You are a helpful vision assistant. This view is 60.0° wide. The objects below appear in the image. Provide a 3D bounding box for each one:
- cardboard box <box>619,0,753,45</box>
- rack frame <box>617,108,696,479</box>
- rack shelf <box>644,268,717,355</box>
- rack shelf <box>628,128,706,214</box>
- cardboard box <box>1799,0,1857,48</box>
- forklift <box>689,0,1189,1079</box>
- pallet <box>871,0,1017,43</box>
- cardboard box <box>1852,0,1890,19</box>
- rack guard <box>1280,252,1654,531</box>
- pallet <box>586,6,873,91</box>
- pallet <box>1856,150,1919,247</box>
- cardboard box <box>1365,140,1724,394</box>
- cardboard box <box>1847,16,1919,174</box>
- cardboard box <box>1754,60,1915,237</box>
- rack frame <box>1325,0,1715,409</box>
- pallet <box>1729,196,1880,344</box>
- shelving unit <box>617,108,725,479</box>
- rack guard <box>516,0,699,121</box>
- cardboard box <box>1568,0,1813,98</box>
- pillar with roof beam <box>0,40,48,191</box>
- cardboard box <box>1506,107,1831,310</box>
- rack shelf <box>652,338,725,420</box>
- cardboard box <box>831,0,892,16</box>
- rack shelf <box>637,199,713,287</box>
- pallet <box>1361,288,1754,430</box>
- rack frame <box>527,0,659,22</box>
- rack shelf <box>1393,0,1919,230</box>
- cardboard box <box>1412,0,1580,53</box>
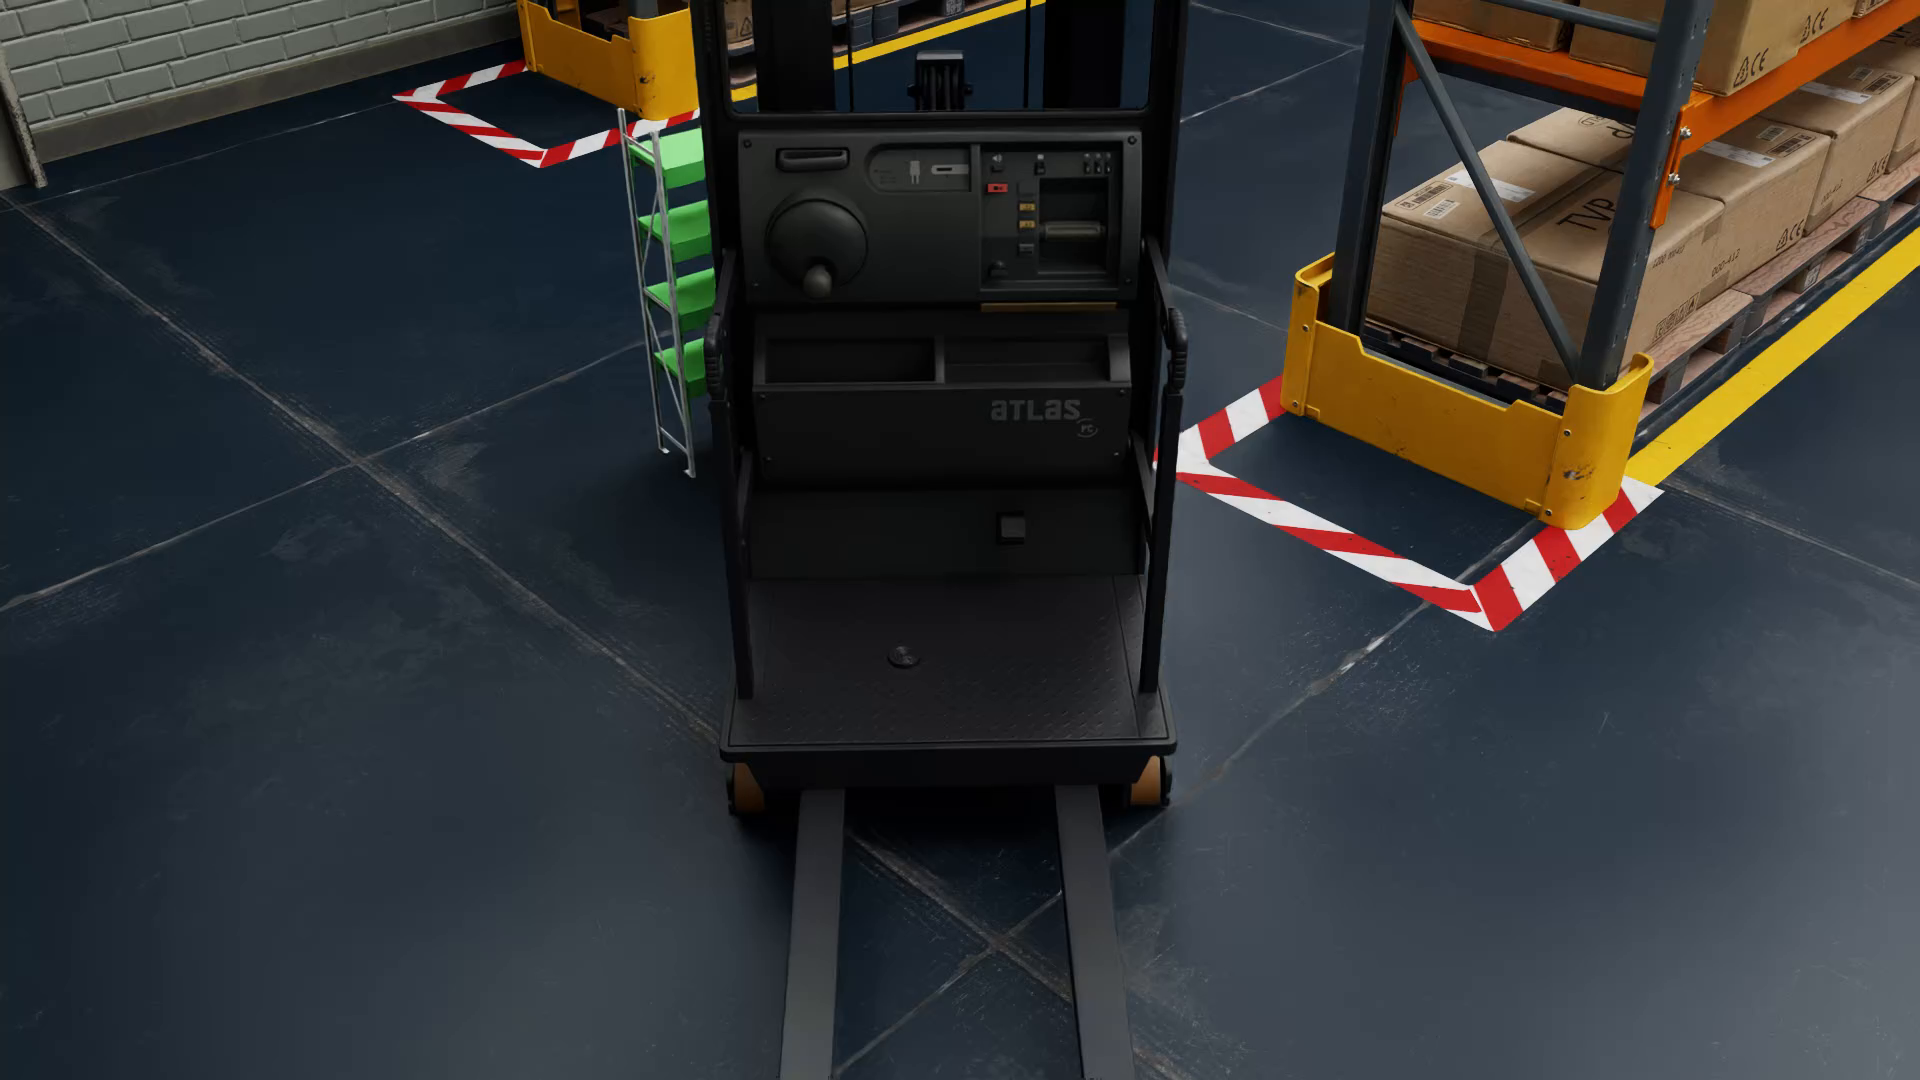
[{"bbox_3d":[-1.358,-2.918,8.626,0.797,0.503,0.637,28,43,34],"label":"cardboard box"},{"bbox_3d":[-0.958,-0.755,5.283,0.015,1.200,0.240,-23,41,-29],"label":"rack frame"},{"bbox_3d":[-0.760,-0.785,5.437,0.480,0.148,0.258,-23,41,-29],"label":"rack shelf"},{"bbox_3d":[-0.761,-1.179,5.163,0.480,0.148,0.258,-23,41,-29],"label":"rack shelf"},{"bbox_3d":[2.547,-1.897,5.260,0.500,0.500,0.500,29,44,35],"label":"cardboard box"},{"bbox_3d":[-0.037,-0.691,3.678,1.130,2.935,3.031,-1,35,-1],"label":"forklift"},{"bbox_3d":[-0.382,-3.263,9.744,1.003,0.211,1.213,30,45,35],"label":"pallet"},{"bbox_3d":[2.919,-2.096,5.546,0.500,0.500,0.500,29,44,35],"label":"cardboard box"},{"bbox_3d":[1.652,-0.525,5.566,1.175,0.500,0.348,30,45,35],"label":"rack guard"},{"bbox_3d":[-1.242,-2.770,9.038,1.003,0.211,1.213,30,45,35],"label":"pallet"},{"bbox_3d":[3.896,-1.763,7.593,1.003,0.211,1.213,30,45,35],"label":"pallet"},{"bbox_3d":[2.063,-0.990,5.920,0.875,0.438,0.875,28,44,34],"label":"cardboard box"},{"bbox_3d":[3.969,-2.094,7.503,0.875,0.438,0.875,29,44,35],"label":"cardboard box"},{"bbox_3d":[3.338,-1.730,6.981,0.875,0.438,0.875,28,44,34],"label":"cardboard box"},{"bbox_3d":[1.669,-1.560,4.865,1.000,3.000,0.127,30,45,35],"label":"rack frame"},{"bbox_3d":[3.036,-1.265,6.880,1.003,0.211,1.213,30,45,35],"label":"pallet"},{"bbox_3d":[-0.760,-0.837,5.400,0.503,1.200,0.258,-23,41,-29],"label":"shelving unit"},{"bbox_3d":[-1.803,-2.565,8.490,1.175,0.500,0.348,30,45,35],"label":"rack guard"},{"bbox_3d":[2.211,-1.680,4.950,0.500,0.500,0.500,29,44,35],"label":"cardboard box"},{"bbox_3d":[-1.341,-3.554,2.479,9.100,9.000,0.400,30,45,35],"label":"pillar with roof beam"},{"bbox_3d":[2.702,-1.365,6.457,0.875,0.438,0.875,-29,44,-34],"label":"cardboard box"},{"bbox_3d":[-0.760,-0.587,5.573,0.480,0.148,0.258,-23,41,-29],"label":"rack shelf"},{"bbox_3d":[-0.728,-3.248,9.102,0.500,0.500,0.700,-28,44,-34],"label":"cardboard box"},{"bbox_3d":[-0.761,-0.982,5.300,0.480,0.148,0.258,-23,41,-29],"label":"rack shelf"},{"bbox_3d":[2.177,-0.772,6.173,1.003,0.211,1.213,30,45,35],"label":"pallet"},{"bbox_3d":[-1.856,-3.559,7.731,1.000,3.000,0.127,30,45,35],"label":"rack frame"},{"bbox_3d":[3.078,-2.077,6.235,1.077,0.370,4.000,30,45,35],"label":"rack shelf"},{"bbox_3d":[1.821,-1.904,5.270,0.500,0.500,0.500,-30,45,-35],"label":"cardboard box"}]
